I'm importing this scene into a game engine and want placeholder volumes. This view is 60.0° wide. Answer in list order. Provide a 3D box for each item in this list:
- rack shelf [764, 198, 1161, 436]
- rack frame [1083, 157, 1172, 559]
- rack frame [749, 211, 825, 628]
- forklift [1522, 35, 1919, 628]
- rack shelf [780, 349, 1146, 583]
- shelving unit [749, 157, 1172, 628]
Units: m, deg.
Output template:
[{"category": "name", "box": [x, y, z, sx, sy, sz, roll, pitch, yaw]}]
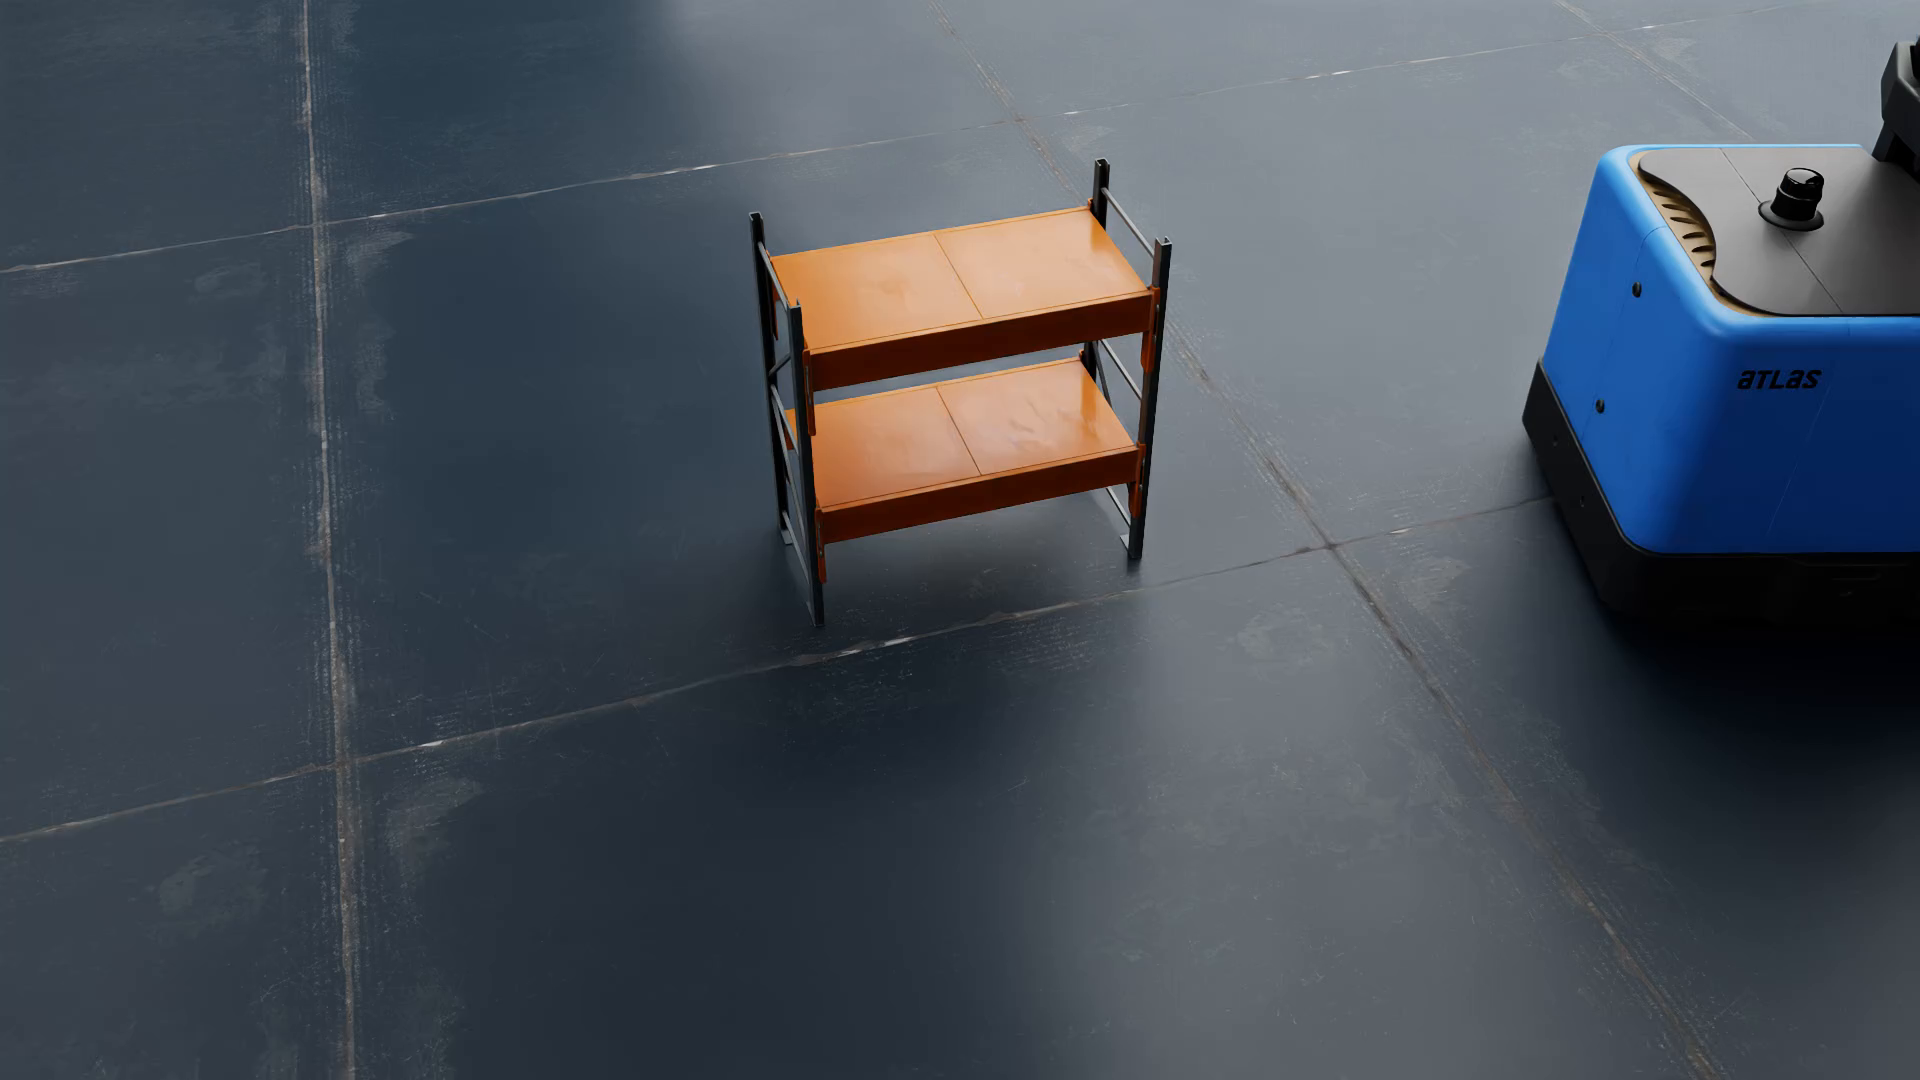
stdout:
[{"category": "rack shelf", "box": [-0.006, -0.643, 4.686, 1.000, 0.278, 0.538, -12, 42, -13]}, {"category": "rack frame", "box": [0.478, -0.523, 4.993, 0.032, 1.125, 0.500, -12, 42, -13]}, {"category": "rack frame", "box": [-0.491, -0.322, 4.763, 0.032, 1.125, 0.500, -12, 42, -13]}, {"category": "forklift", "box": [3.412, -1.177, 4.370, 3.031, 2.935, 1.130, -1, 41, -1]}, {"category": "rack shelf", "box": [-0.006, -0.238, 5.039, 1.000, 0.278, 0.538, -12, 42, -13]}, {"category": "shelving unit", "box": [-0.006, -0.422, 4.878, 1.048, 1.125, 0.538, -12, 42, -13]}]
